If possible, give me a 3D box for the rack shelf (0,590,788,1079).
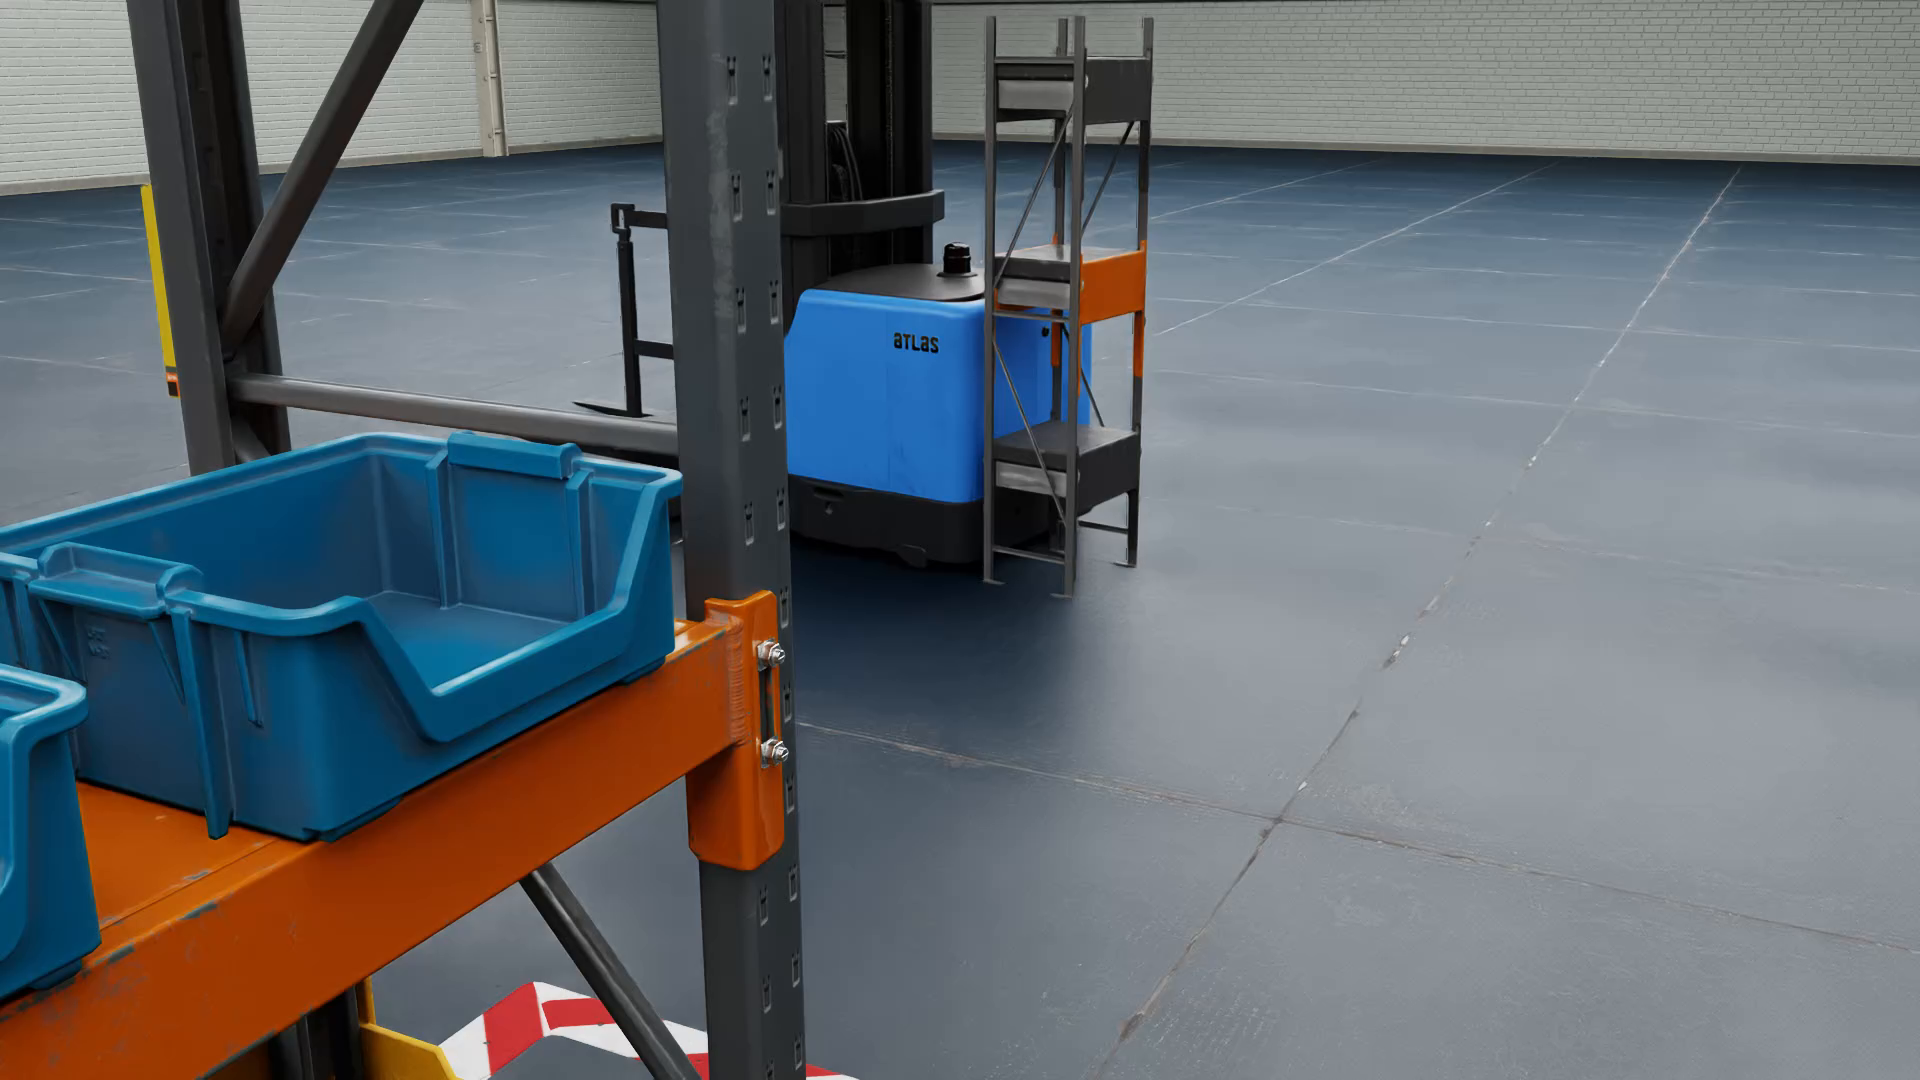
[{"bbox_3d":[-1.591,0.684,0.715,1.077,0.370,4.000,8,18,25],"label":"rack shelf"}]

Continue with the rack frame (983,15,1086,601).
[{"bbox_3d":[0.260,-0.811,6.066,0.400,2.100,0.015,11,20,33],"label":"rack frame"}]

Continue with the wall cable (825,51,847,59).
[{"bbox_3d":[-3.649,-12.240,37.882,3.097,2.526,0.112,8,18,25],"label":"wall cable"}]

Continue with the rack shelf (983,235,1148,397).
[{"bbox_3d":[0.399,-0.855,6.262,0.431,0.518,0.480,11,20,33],"label":"rack shelf"}]

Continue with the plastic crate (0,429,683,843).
[{"bbox_3d":[-0.654,0.067,1.792,0.499,0.251,0.616,8,18,25],"label":"plastic crate"}]

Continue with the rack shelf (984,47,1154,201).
[{"bbox_3d":[0.399,-1.526,6.063,0.431,0.518,0.480,11,20,33],"label":"rack shelf"}]

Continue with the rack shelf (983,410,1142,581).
[{"bbox_3d":[0.399,-0.184,6.461,0.431,0.518,0.480,11,20,33],"label":"rack shelf"}]

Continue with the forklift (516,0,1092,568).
[{"bbox_3d":[-0.930,-1.600,7.265,3.031,2.935,1.130,11,20,33],"label":"forklift"}]

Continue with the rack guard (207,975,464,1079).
[{"bbox_3d":[-0.689,1.054,2.598,1.175,0.500,0.348,8,18,25],"label":"rack guard"}]

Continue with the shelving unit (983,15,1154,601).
[{"bbox_3d":[0.399,-0.868,6.258,0.431,2.100,0.503,11,20,33],"label":"shelving unit"}]

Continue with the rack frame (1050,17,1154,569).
[{"bbox_3d":[0.538,-0.925,6.450,0.400,2.100,0.015,11,20,33],"label":"rack frame"}]

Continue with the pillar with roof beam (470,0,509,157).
[{"bbox_3d":[-4.978,-11.070,28.490,9.100,9.000,0.400,8,18,25],"label":"pillar with roof beam"}]

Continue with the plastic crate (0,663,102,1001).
[{"bbox_3d":[-0.949,0.232,1.237,0.499,0.251,0.408,8,18,25],"label":"plastic crate"}]

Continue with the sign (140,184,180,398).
[{"bbox_3d":[-1.188,-0.374,2.528,0.100,0.325,0.005,8,18,25],"label":"sign"}]
